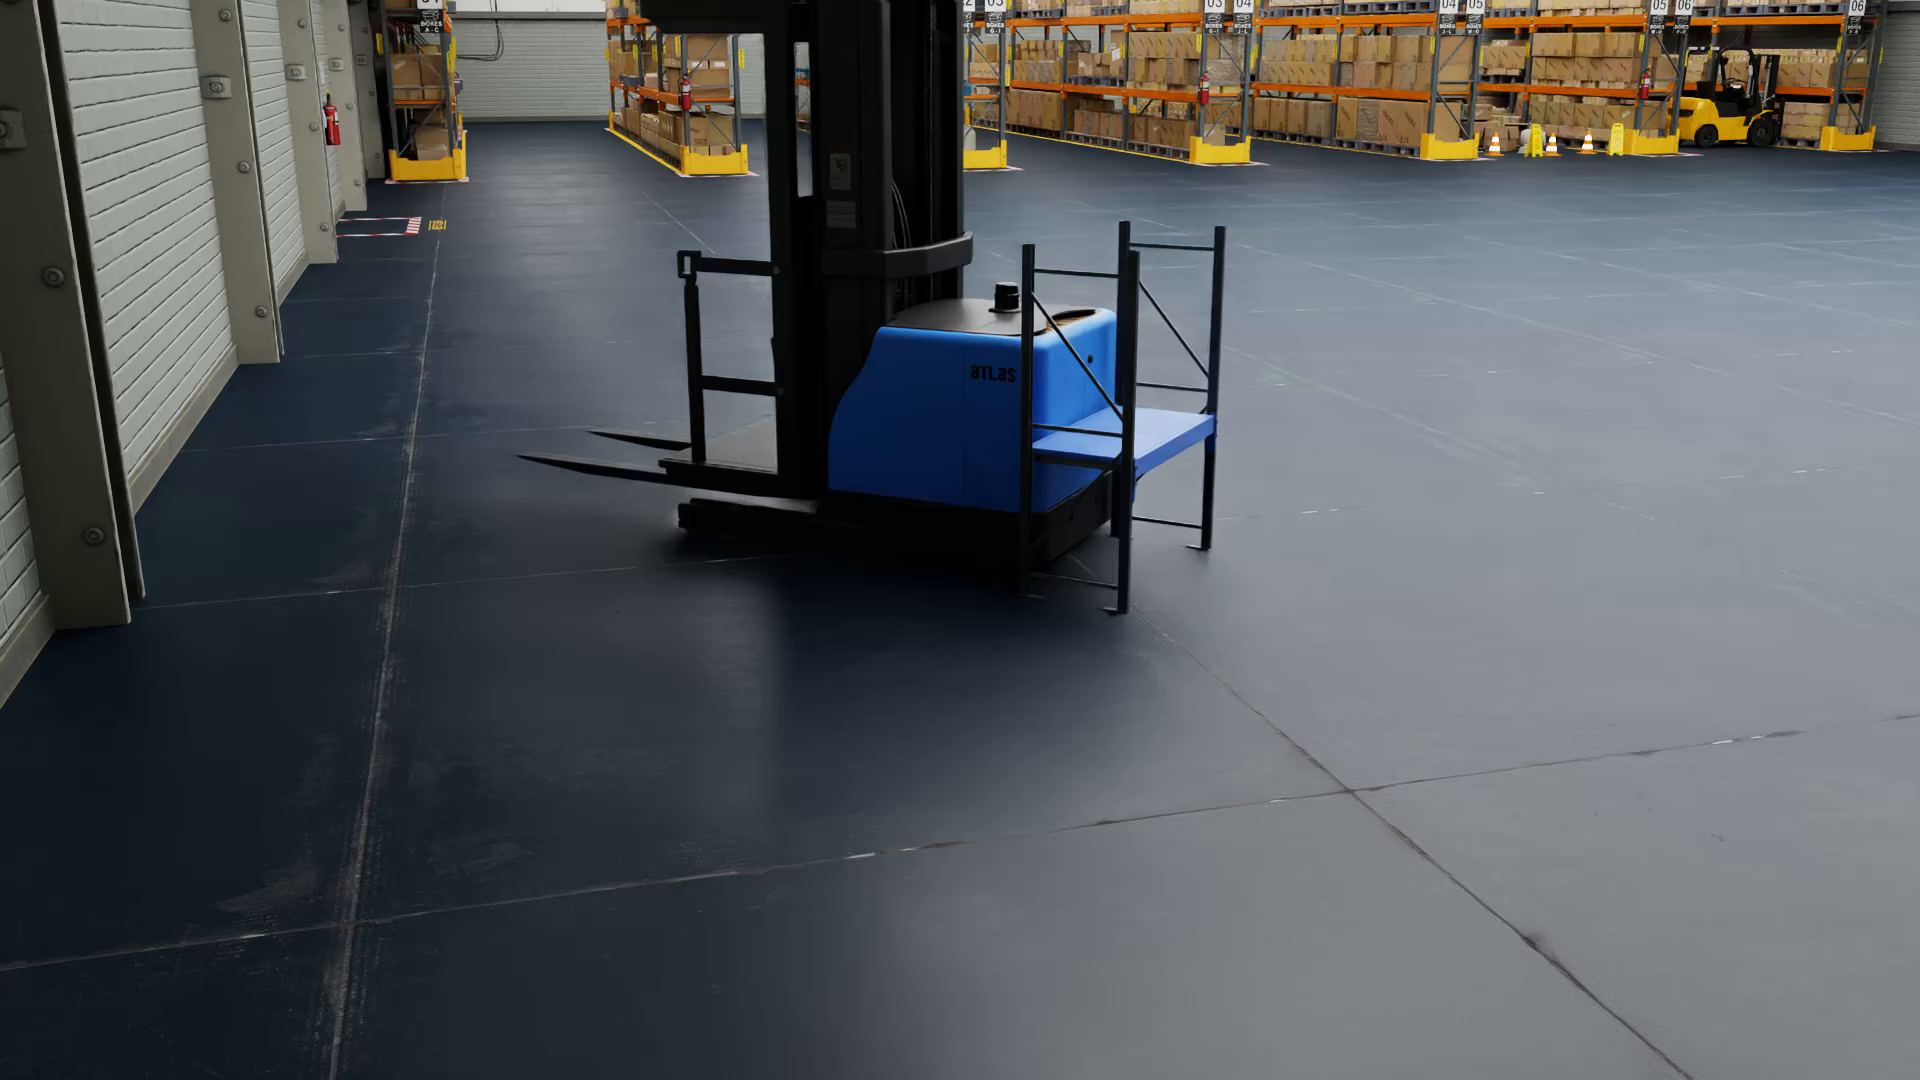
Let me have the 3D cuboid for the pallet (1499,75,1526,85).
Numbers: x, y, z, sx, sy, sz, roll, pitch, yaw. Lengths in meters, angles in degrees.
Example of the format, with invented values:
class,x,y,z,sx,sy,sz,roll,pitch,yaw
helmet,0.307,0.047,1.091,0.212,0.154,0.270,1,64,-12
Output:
class,x,y,z,sx,sy,sz,roll,pitch,yaw
pallet,13.467,-10.846,39.178,1.003,0.211,1.213,-5,17,-15

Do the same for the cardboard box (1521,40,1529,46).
class,x,y,z,sx,sy,sz,roll,pitch,yaw
cardboard box,13.350,-11.867,39.696,0.380,0.149,0.250,-4,17,-12

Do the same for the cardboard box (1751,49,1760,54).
class,x,y,z,sx,sy,sz,roll,pitch,yaw
cardboard box,18.418,-11.213,38.250,0.380,0.149,0.250,-5,17,-16

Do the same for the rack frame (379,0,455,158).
class,x,y,z,sx,sy,sz,roll,pitch,yaw
rack frame,-9.180,-7.650,28.205,1.000,3.000,0.127,-5,17,-15

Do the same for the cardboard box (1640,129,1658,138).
class,x,y,z,sx,sy,sz,roll,pitch,yaw
cardboard box,14.681,-8.737,35.875,0.500,0.250,0.500,-5,17,-16

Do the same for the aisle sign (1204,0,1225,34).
class,x,y,z,sx,sy,sz,roll,pitch,yaw
aisle sign,4.836,-10.029,31.606,0.394,0.787,0.004,-5,17,-15

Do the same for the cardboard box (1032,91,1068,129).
class,x,y,z,sx,sy,sz,roll,pitch,yaw
cardboard box,2.502,-10.661,41.192,1.225,0.875,0.875,-5,17,-15

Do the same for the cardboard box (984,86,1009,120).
class,x,y,z,sx,sy,sz,roll,pitch,yaw
cardboard box,1.214,-12.012,45.689,0.875,0.875,0.875,-5,17,-15

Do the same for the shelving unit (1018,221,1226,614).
class,x,y,z,sx,sy,sz,roll,pitch,yaw
shelving unit,0.716,-0.575,7.260,0.538,1.500,1.048,9,19,27

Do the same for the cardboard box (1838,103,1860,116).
class,x,y,z,sx,sy,sz,roll,pitch,yaw
cardboard box,19.458,-9.513,36.718,0.500,0.250,0.500,-5,17,-16

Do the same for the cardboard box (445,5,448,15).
class,x,y,z,sx,sy,sz,roll,pitch,yaw
cardboard box,-10.921,-11.088,34.558,0.500,0.311,0.500,-5,17,-15

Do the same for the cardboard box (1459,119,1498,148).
class,x,y,z,sx,sy,sz,roll,pitch,yaw
cardboard box,11.454,-9.021,36.874,0.797,0.637,0.503,-5,17,-15

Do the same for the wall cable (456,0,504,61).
class,x,y,z,sx,sy,sz,roll,pitch,yaw
wall cable,-14.788,-15.054,47.825,3.097,2.526,0.112,-5,17,-15

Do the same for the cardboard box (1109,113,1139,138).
class,x,y,z,sx,sy,sz,roll,pitch,yaw
cardboard box,3.748,-9.250,37.111,0.700,0.500,0.500,-5,17,-16

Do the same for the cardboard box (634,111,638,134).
class,x,y,z,sx,sy,sz,roll,pitch,yaw
cardboard box,-7.241,-9.652,38.452,0.500,0.500,0.500,-5,18,-17

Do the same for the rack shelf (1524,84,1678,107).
class,x,y,z,sx,sy,sz,roll,pitch,yaw
rack shelf,14.087,-9.817,36.670,1.077,0.370,4.000,-5,17,-15

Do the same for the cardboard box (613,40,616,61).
class,x,y,z,sx,sy,sz,roll,pitch,yaw
cardboard box,-8.523,-12.428,42.201,0.500,0.500,0.500,-5,17,-16

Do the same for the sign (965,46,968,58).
class,x,y,z,sx,sy,sz,roll,pitch,yaw
sign,0.176,-13.661,46.573,0.100,0.325,0.005,-5,17,-15

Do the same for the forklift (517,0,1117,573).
class,x,y,z,sx,sy,sz,roll,pitch,yaw
forklift,-0.795,-1.529,7.948,3.031,2.935,1.130,8,18,24

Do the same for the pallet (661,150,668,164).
class,x,y,z,sx,sy,sz,roll,pitch,yaw
pallet,-5.339,-7.590,32.854,1.003,0.211,1.213,-5,17,-15

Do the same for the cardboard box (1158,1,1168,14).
class,x,y,z,sx,sy,sz,roll,pitch,yaw
cardboard box,4.315,-10.722,33.478,0.500,0.250,0.500,-5,17,-16

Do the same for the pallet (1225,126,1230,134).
class,x,y,z,sx,sy,sz,roll,pitch,yaw
pallet,7.161,-10.619,42.938,1.003,0.211,1.213,-5,17,-15

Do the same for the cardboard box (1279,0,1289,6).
class,x,y,z,sx,sy,sz,roll,pitch,yaw
cardboard box,7.831,-12.659,39.025,0.500,0.250,0.500,-4,17,-14

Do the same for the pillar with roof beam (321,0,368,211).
class,x,y,z,sx,sy,sz,roll,pitch,yaw
pillar with roof beam,-4.416,-9.329,23.367,9.100,9.000,0.400,-5,17,-15

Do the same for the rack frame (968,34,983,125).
class,x,y,z,sx,sy,sz,roll,pitch,yaw
rack frame,0.711,-13.250,46.850,1.000,3.000,0.127,-5,17,-15

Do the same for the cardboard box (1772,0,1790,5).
class,x,y,z,sx,sy,sz,roll,pitch,yaw
cardboard box,18.743,-12.296,37.375,0.797,0.503,0.637,-4,17,-13

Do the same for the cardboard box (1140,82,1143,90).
class,x,y,z,sx,sy,sz,roll,pitch,yaw
cardboard box,4.008,-9.522,34.874,0.380,0.149,0.250,-5,17,-15

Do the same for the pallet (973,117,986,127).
class,x,y,z,sx,sy,sz,roll,pitch,yaw
pallet,1.006,-11.700,46.535,1.003,0.211,1.213,-5,17,-15

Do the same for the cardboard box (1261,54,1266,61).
class,x,y,z,sx,sy,sz,roll,pitch,yaw
cardboard box,7.689,-11.985,41.309,0.380,0.149,0.250,-5,17,-17

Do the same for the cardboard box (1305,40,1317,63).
class,x,y,z,sx,sy,sz,roll,pitch,yaw
cardboard box,8.381,-11.241,38.248,0.700,0.500,0.500,-5,17,-15

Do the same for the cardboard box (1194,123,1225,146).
class,x,y,z,sx,sy,sz,roll,pitch,yaw
cardboard box,4.952,-8.003,32.995,0.500,0.500,0.500,-1,17,-5

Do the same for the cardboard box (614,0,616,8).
class,x,y,z,sx,sy,sz,roll,pitch,yaw
cardboard box,-8.245,-13.218,40.918,0.500,0.250,0.500,-5,17,-15

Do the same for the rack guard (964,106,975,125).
class,x,y,z,sx,sy,sz,roll,pitch,yaw
rack guard,0.704,-12.060,47.232,1.175,0.500,0.348,-5,17,-15

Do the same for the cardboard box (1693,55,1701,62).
class,x,y,z,sx,sy,sz,roll,pitch,yaw
cardboard box,17.913,-11.614,40.099,0.380,0.149,0.250,-5,17,-16

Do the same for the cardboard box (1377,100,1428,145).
class,x,y,z,sx,sy,sz,roll,pitch,yaw
cardboard box,9.411,-8.798,34.991,0.875,0.875,0.875,-5,17,-16

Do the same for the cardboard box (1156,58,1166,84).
class,x,y,z,sx,sy,sz,roll,pitch,yaw
cardboard box,4.508,-9.579,33.937,0.875,0.500,0.500,-5,17,-15

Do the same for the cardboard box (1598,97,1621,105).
class,x,y,z,sx,sy,sz,roll,pitch,yaw
cardboard box,14.000,-9.459,35.848,0.380,0.149,0.250,-4,17,-14

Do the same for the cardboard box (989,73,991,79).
class,x,y,z,sx,sy,sz,roll,pitch,yaw
cardboard box,0.989,-12.508,44.815,0.380,0.149,0.250,-4,17,-14

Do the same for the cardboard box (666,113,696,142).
class,x,y,z,sx,sy,sz,roll,pitch,yaw
cardboard box,-5.277,-7.825,31.533,0.500,0.500,0.500,-5,17,-15

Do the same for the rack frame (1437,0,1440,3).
class,x,y,z,sx,sy,sz,roll,pitch,yaw
rack frame,9.905,-12.062,32.466,1.000,3.000,0.127,-5,17,-15

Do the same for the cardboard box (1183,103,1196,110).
class,x,y,z,sx,sy,sz,roll,pitch,yaw
cardboard box,6.259,-11.707,44.902,0.380,0.149,0.250,-4,17,-14

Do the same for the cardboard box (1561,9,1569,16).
class,x,y,z,sx,sy,sz,roll,pitch,yaw
cardboard box,13.610,-11.716,36.965,0.380,0.149,0.250,-4,17,-14

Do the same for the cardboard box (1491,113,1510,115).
class,x,y,z,sx,sy,sz,roll,pitch,yaw
cardboard box,12.997,-10.193,40.509,0.950,0.372,0.625,-4,17,-13

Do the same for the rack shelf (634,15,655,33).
class,x,y,z,sx,sy,sz,roll,pitch,yaw
rack shelf,-6.067,-10.794,34.709,1.077,0.370,4.000,-5,17,-15

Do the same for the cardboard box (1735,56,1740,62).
class,x,y,z,sx,sy,sz,roll,pitch,yaw
cardboard box,18.314,-11.216,38.777,0.380,0.149,0.250,-5,17,-15

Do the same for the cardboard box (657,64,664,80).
class,x,y,z,sx,sy,sz,roll,pitch,yaw
cardboard box,-6.140,-9.840,35.324,0.500,0.500,0.500,-6,18,-18

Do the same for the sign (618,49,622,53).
class,x,y,z,sx,sy,sz,roll,pitch,yaw
sign,-8.235,-11.731,40.288,0.100,0.325,0.005,-5,17,-15

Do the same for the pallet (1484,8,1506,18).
class,x,y,z,sx,sy,sz,roll,pitch,yaw
pallet,13.182,-12.527,39.554,1.213,0.211,1.003,-5,17,-15

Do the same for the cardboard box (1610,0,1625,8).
class,x,y,z,sx,sy,sz,roll,pitch,yaw
cardboard box,14.112,-11.376,35.139,0.500,0.250,0.500,-5,17,-16

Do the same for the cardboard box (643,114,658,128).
class,x,y,z,sx,sy,sz,roll,pitch,yaw
cardboard box,-6.603,-9.096,36.093,0.500,0.311,0.500,-5,17,-17

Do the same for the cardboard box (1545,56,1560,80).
class,x,y,z,sx,sy,sz,roll,pitch,yaw
cardboard box,13.550,-10.624,37.416,0.500,0.500,0.500,-5,17,-15

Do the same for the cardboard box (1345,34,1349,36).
class,x,y,z,sx,sy,sz,roll,pitch,yaw
cardboard box,10.921,-13.976,46.227,0.380,0.149,0.250,-5,17,-15
